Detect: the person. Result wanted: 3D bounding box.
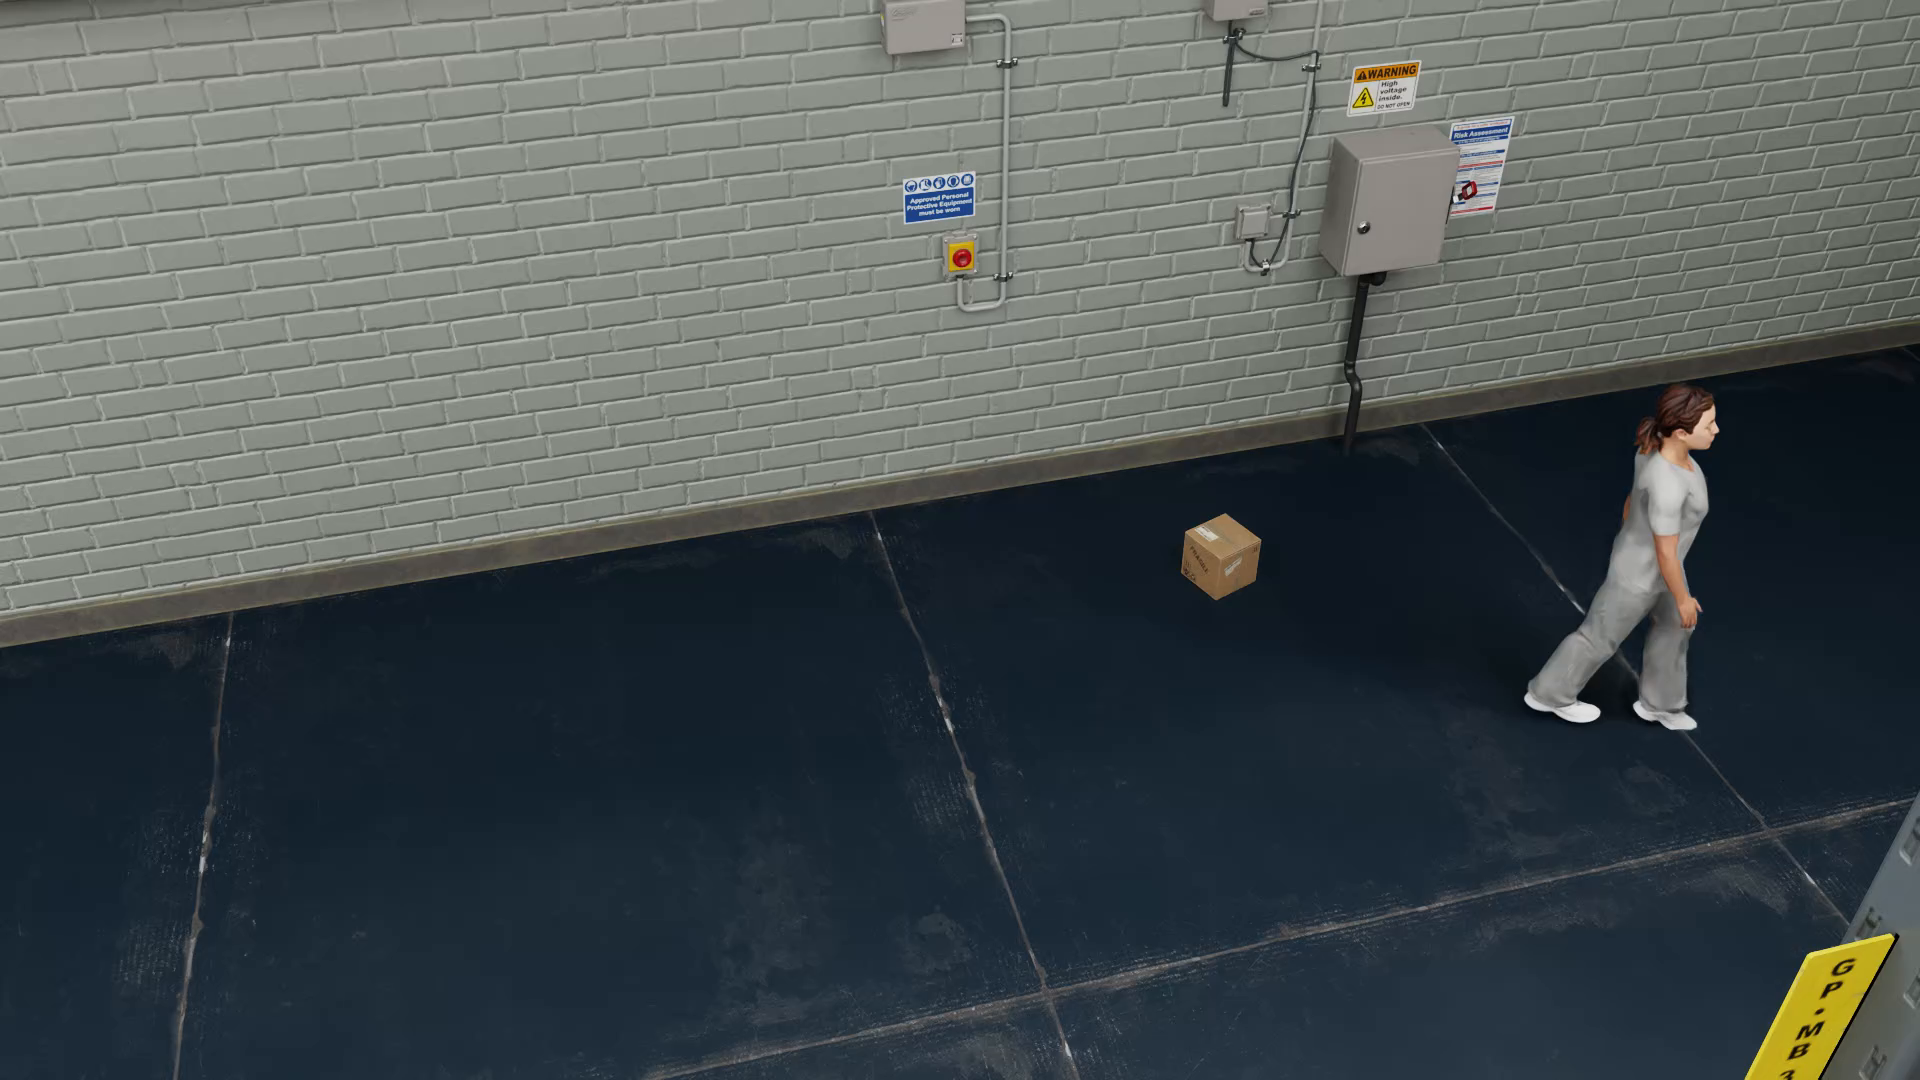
[{"bbox_3d":[2.750,0.146,6.545,0.713,1.710,0.478,13,40,16],"label":"person"}]
